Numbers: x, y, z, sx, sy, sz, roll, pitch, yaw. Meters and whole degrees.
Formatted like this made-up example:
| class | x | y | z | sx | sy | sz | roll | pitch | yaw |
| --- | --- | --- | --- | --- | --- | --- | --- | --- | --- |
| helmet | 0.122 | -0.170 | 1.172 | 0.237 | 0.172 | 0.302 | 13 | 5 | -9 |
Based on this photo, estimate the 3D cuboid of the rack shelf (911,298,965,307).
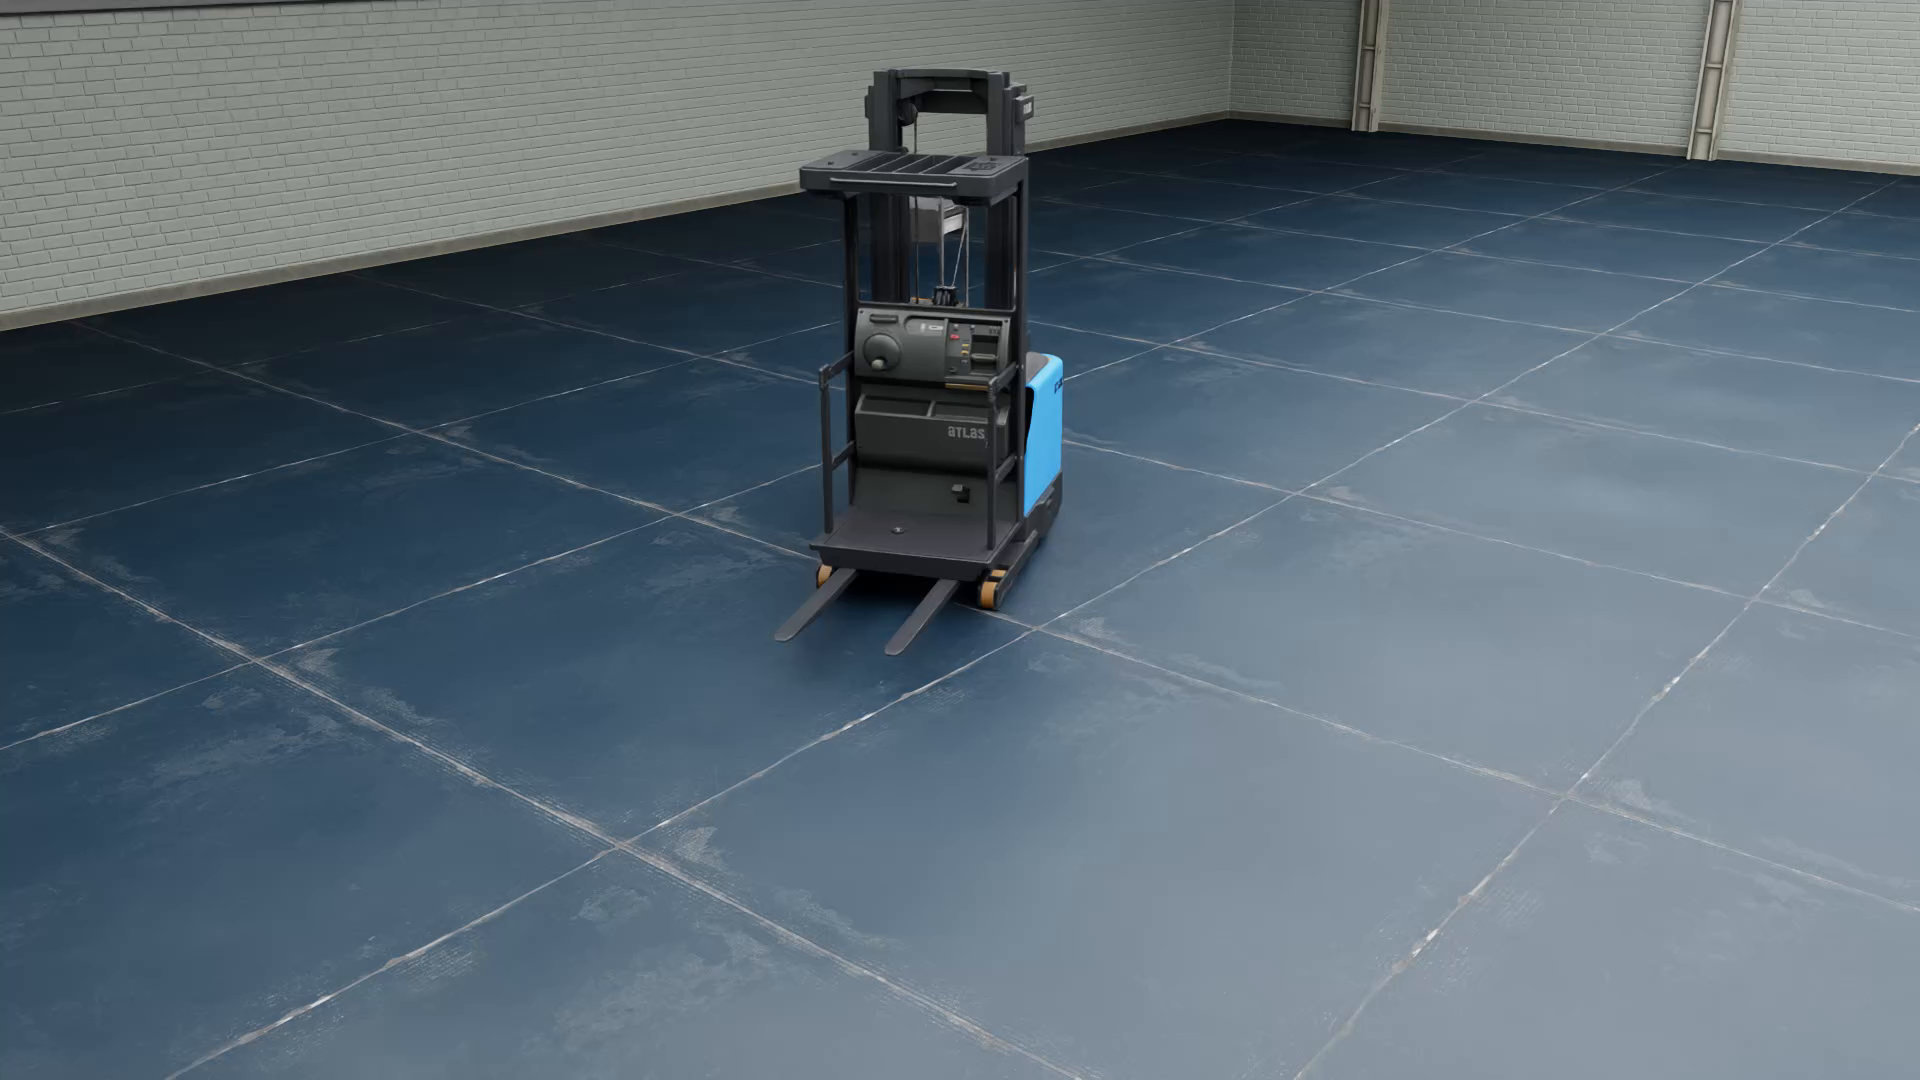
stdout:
| class | x | y | z | sx | sy | sz | roll | pitch | yaw |
| --- | --- | --- | --- | --- | --- | --- | --- | --- | --- |
| rack shelf | -0.253 | -1.384 | 11.403 | 0.480 | 0.518 | 0.431 | 10 | 23 | 24 |

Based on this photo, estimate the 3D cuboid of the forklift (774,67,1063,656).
| class | x | y | z | sx | sy | sz | roll | pitch | yaw |
| --- | --- | --- | --- | --- | --- | --- | --- | --- | --- |
| forklift | -0.221 | -1.122 | 9.488 | 1.130 | 2.935 | 3.031 | 6 | 21 | 15 |

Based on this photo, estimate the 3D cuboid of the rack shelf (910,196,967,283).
| class | x | y | z | sx | sy | sz | roll | pitch | yaw |
| --- | --- | --- | --- | --- | --- | --- | --- | --- | --- |
| rack shelf | -0.253 | -2.039 | 11.156 | 0.480 | 0.518 | 0.431 | 10 | 23 | 24 |

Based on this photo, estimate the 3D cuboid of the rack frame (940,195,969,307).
| class | x | y | z | sx | sy | sz | roll | pitch | yaw |
| --- | --- | --- | --- | --- | --- | --- | --- | --- | --- |
| rack frame | -0.034 | -1.359 | 11.297 | 0.015 | 2.100 | 0.400 | 10 | 23 | 24 |

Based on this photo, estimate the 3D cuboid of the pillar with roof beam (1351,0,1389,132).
| class | x | y | z | sx | sy | sz | roll | pitch | yaw |
| --- | --- | --- | --- | --- | --- | --- | --- | --- | --- |
| pillar with roof beam | 4.761 | -10.606 | 26.040 | 0.400 | 9.000 | 9.100 | 16 | 26 | 36 |

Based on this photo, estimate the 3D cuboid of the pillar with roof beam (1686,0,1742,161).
| class | x | y | z | sx | sy | sz | roll | pitch | yaw |
| --- | --- | --- | --- | --- | --- | --- | --- | --- | --- |
| pillar with roof beam | 9.410 | -9.267 | 22.490 | 0.400 | 9.000 | 9.100 | 16 | 26 | 36 |

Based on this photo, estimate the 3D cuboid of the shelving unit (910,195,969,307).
| class | x | y | z | sx | sy | sz | roll | pitch | yaw |
| --- | --- | --- | --- | --- | --- | --- | --- | --- | --- |
| shelving unit | -0.253 | -1.397 | 11.398 | 0.503 | 2.100 | 0.431 | 10 | 23 | 24 |
